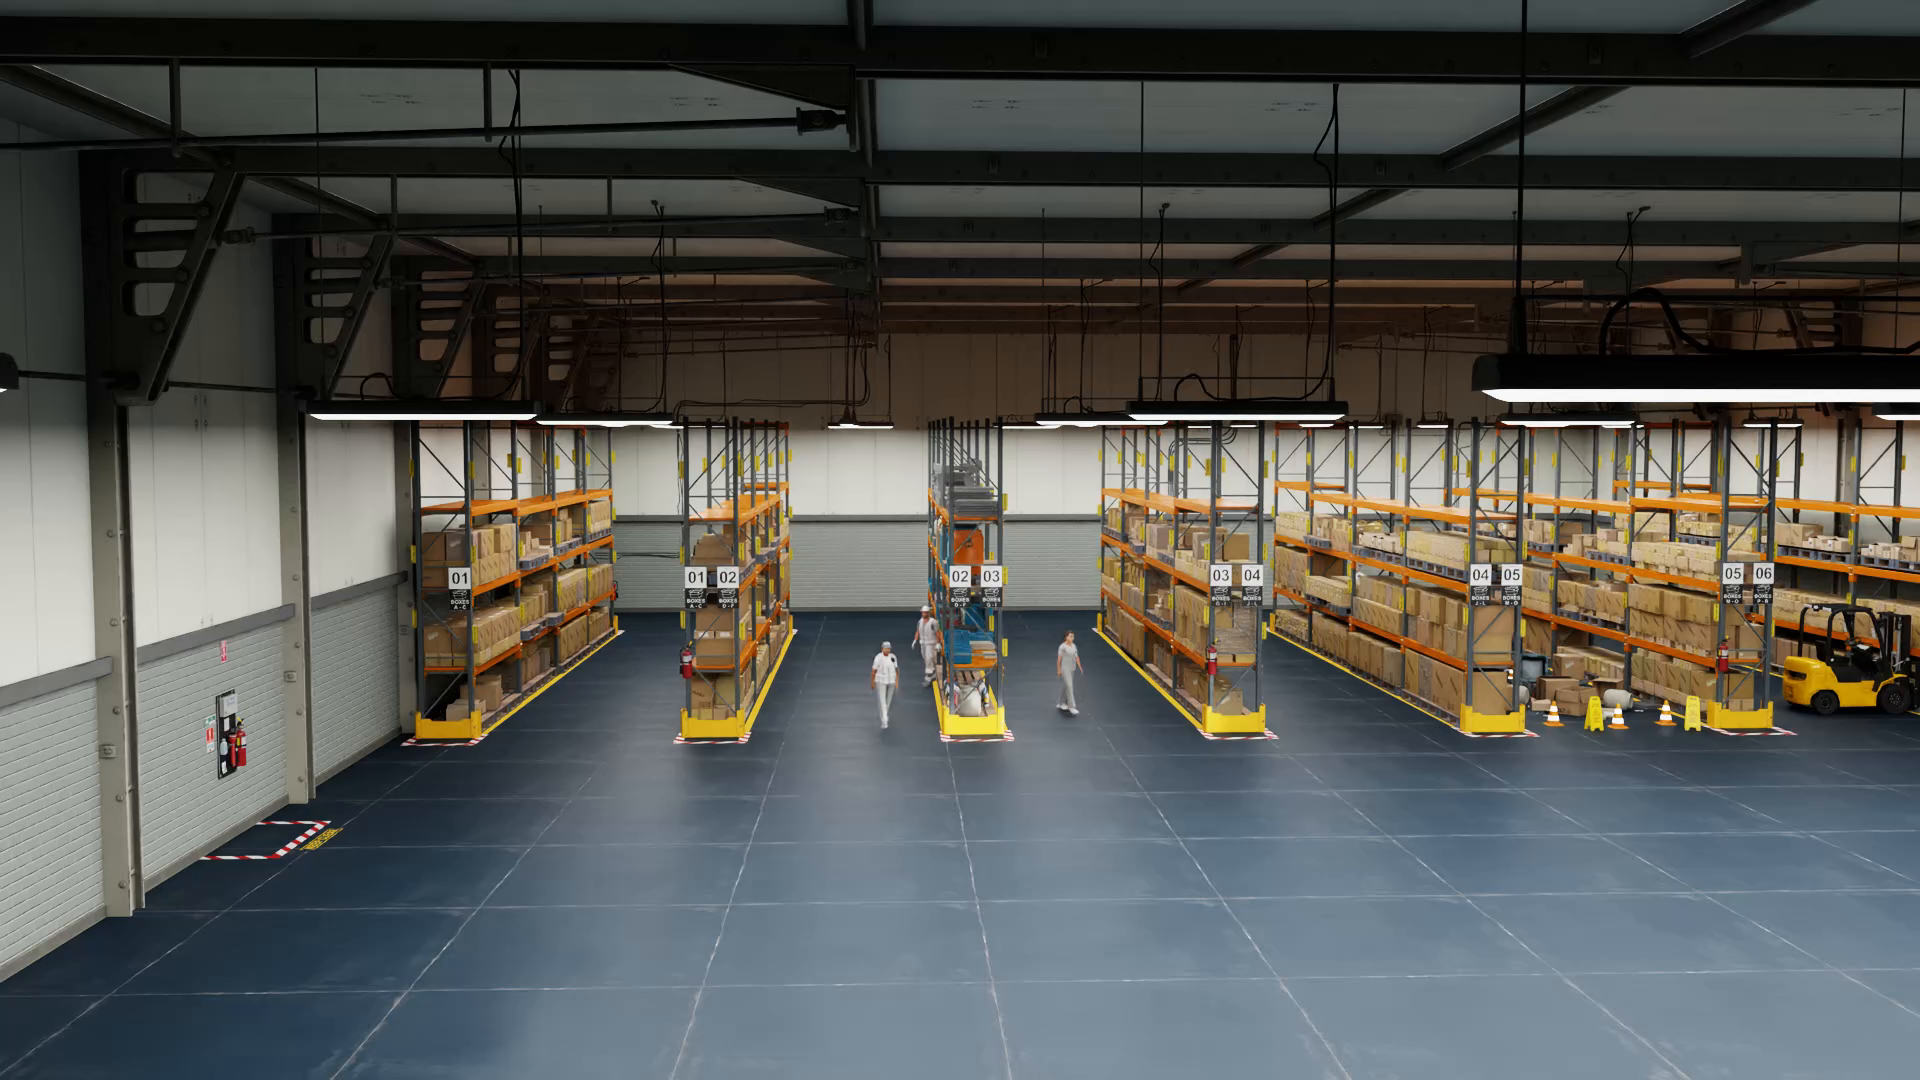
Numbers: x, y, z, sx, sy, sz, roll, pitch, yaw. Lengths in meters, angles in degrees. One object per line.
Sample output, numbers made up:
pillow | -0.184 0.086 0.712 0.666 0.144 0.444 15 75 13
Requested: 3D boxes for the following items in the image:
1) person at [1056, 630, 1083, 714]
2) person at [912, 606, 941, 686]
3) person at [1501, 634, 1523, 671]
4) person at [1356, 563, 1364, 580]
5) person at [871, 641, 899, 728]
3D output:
person | 2.246 2.667 33.924 0.803 1.644 0.507 4 5 44
person | -0.756 2.372 37.532 0.610 1.757 0.844 3 5 41
person | 13.235 2.362 39.580 0.410 1.616 0.631 -1 4 -19
person | 12.279 1.534 51.242 0.785 1.654 0.483 -3 4 -34
person | -1.443 2.781 32.356 0.534 1.613 0.943 -2 4 -28
